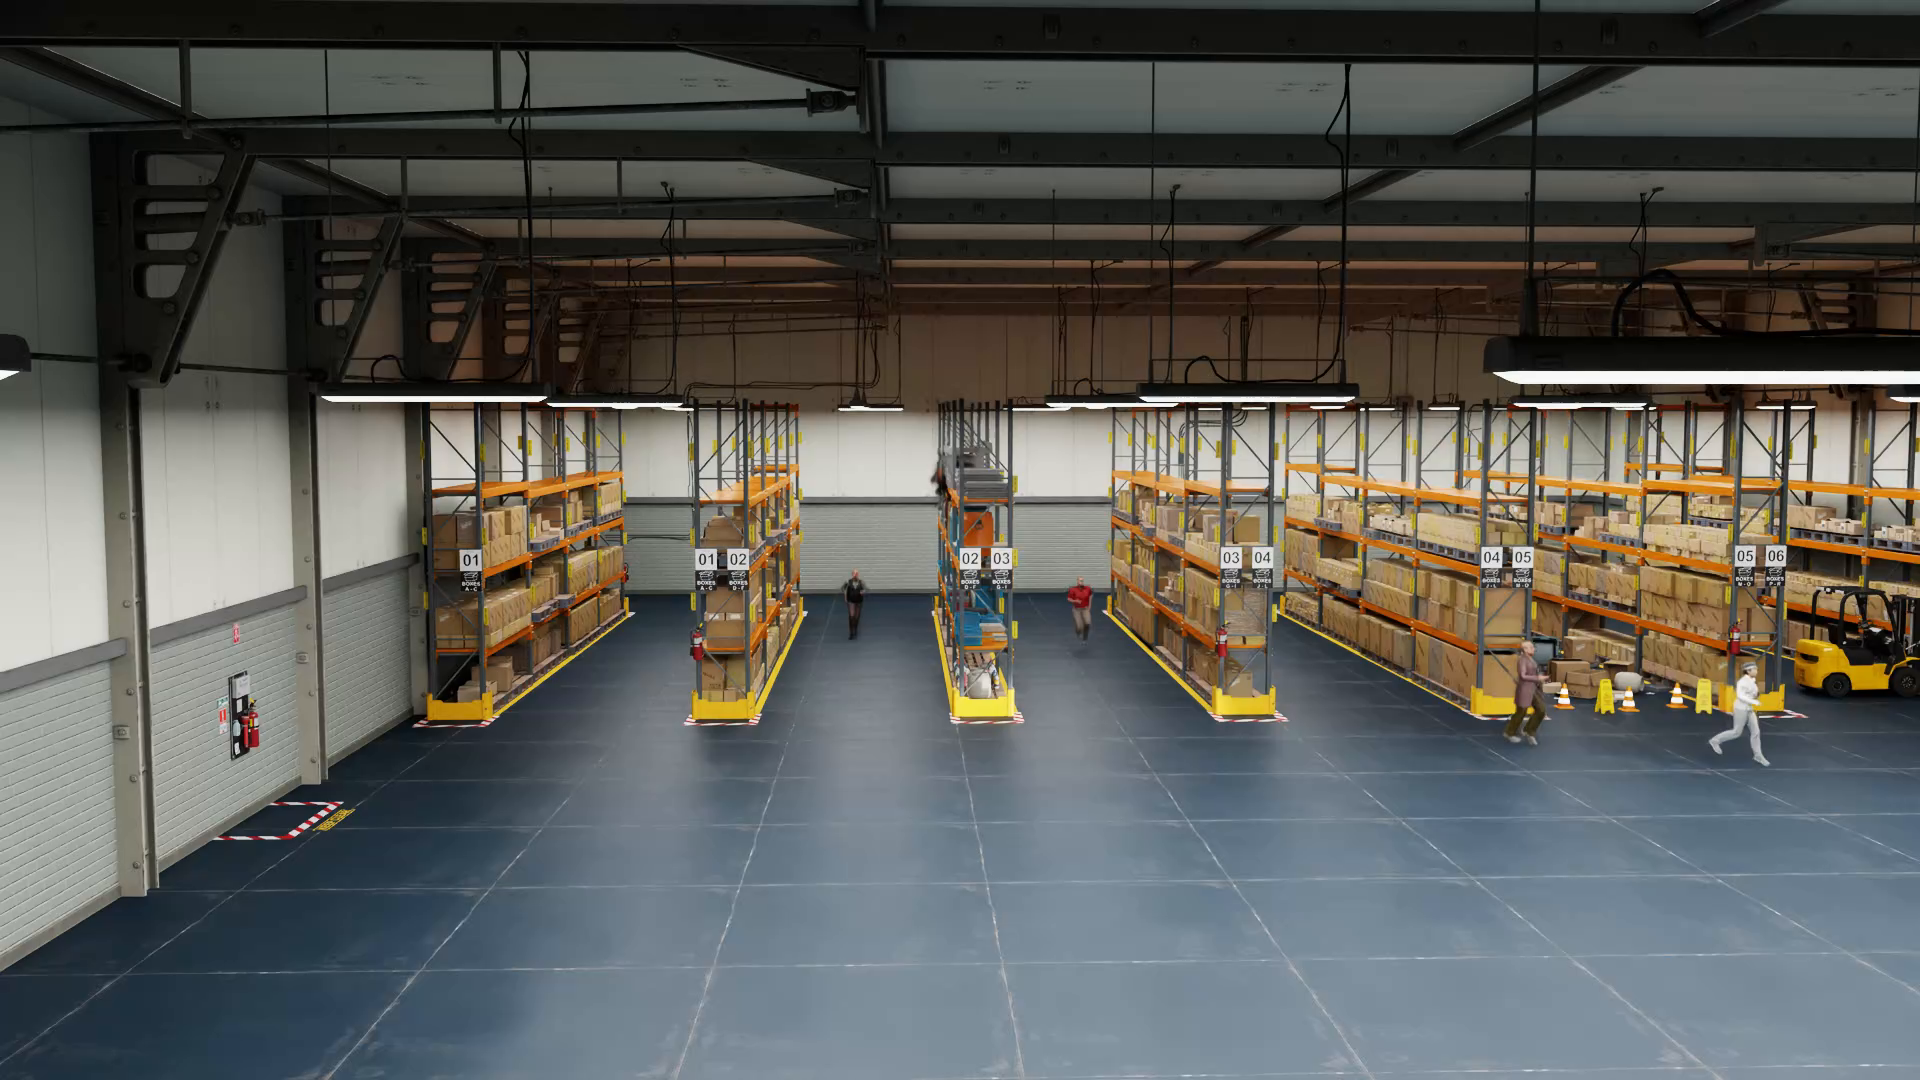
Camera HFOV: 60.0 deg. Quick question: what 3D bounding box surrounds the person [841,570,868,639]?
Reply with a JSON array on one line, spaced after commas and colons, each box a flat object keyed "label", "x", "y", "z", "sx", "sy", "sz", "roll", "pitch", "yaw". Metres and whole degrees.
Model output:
[{"label": "person", "x": -2.682, "y": 1.648, "z": 42.488, "sx": 0.638, "sy": 1.784, "sz": 0.781, "roll": -1, "pitch": 4, "yaw": -14}]

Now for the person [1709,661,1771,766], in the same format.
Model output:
[{"label": "person", "x": 12.842, "y": 2.810, "z": 27.311, "sx": 0.980, "sy": 1.694, "sz": 0.637, "roll": 4, "pitch": 6, "yaw": 41}]

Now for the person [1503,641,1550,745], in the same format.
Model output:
[{"label": "person", "x": 9.792, "y": 2.664, "z": 28.711, "sx": 0.813, "sy": 1.840, "sz": 0.700, "roll": 4, "pitch": 6, "yaw": 44}]

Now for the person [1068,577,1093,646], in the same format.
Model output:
[{"label": "person", "x": 2.922, "y": 1.725, "z": 40.224, "sx": 0.650, "sy": 1.672, "sz": 0.738, "roll": 0, "pitch": 4, "yaw": -5}]
